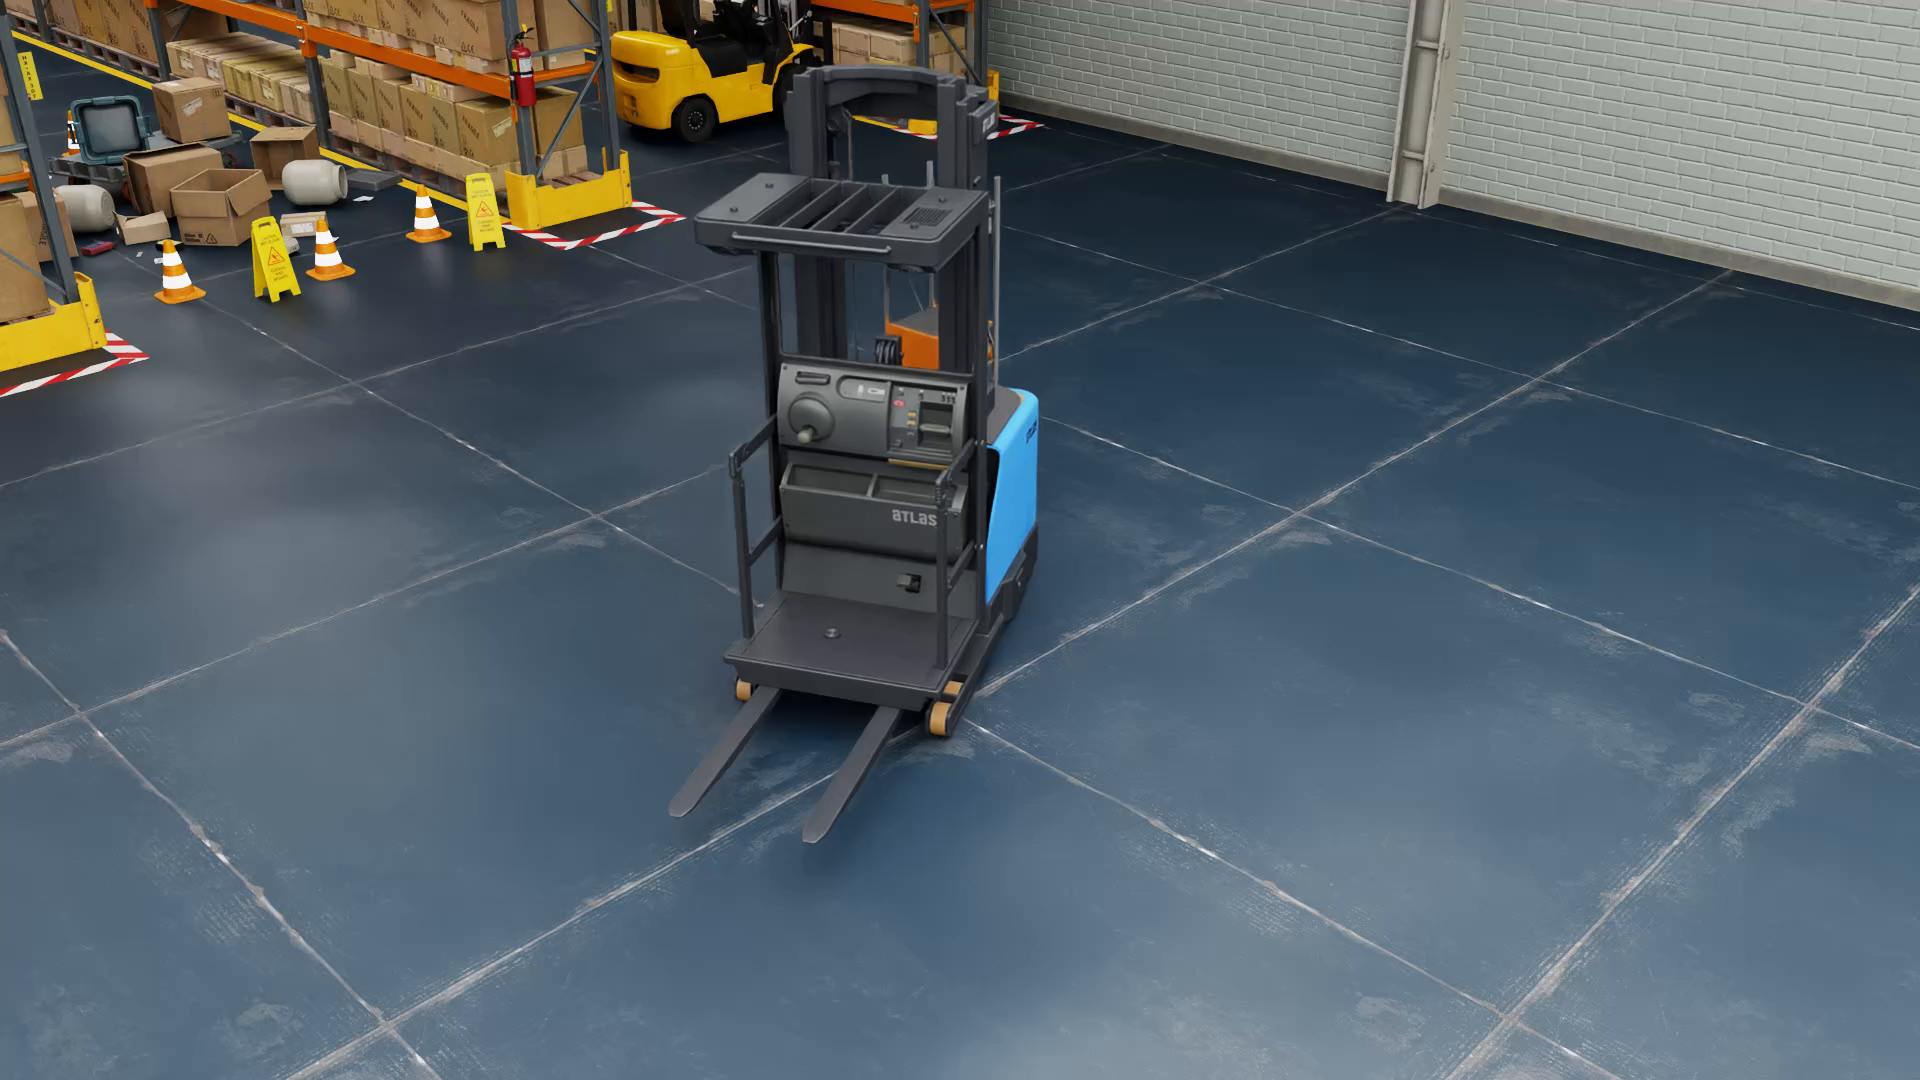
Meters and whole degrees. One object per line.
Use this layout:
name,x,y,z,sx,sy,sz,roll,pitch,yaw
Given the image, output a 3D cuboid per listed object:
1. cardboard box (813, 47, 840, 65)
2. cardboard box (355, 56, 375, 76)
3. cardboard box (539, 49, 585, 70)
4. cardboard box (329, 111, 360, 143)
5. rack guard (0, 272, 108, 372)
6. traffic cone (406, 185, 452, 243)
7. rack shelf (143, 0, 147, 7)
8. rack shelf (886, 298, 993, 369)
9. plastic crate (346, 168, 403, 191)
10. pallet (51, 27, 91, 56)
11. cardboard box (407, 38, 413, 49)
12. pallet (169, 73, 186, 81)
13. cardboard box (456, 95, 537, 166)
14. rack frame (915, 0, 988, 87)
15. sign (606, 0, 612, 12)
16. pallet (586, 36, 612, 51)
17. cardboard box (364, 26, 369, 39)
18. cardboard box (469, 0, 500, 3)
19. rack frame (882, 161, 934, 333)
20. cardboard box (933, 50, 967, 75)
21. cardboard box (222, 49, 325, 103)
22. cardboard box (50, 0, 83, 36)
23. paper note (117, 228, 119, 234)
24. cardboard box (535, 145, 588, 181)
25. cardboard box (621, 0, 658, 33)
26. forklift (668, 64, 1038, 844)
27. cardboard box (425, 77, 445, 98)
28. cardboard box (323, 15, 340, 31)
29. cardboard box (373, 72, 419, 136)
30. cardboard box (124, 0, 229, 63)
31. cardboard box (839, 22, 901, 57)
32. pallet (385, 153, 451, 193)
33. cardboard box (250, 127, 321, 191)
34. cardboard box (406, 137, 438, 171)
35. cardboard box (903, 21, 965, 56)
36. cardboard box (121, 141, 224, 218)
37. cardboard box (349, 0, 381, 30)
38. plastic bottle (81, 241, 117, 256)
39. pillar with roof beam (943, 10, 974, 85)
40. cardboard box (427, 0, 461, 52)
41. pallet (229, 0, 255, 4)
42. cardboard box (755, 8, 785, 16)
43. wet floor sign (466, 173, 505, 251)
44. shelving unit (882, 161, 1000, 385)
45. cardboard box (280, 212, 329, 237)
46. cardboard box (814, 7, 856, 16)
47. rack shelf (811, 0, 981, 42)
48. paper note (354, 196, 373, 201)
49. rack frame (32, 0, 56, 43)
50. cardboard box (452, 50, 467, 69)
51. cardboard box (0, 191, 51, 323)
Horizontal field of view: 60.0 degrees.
cardboard box,-1.385,-5.570,19.087,0.500,0.250,0.500,24,36,37
cardboard box,-5.769,-4.731,16.525,0.380,0.149,0.250,-24,36,-37
cardboard box,-3.660,-4.416,15.196,0.250,0.149,0.380,25,37,39
cardboard box,-6.184,-4.340,17.284,0.500,0.250,0.500,23,35,36
rack guard,-6.944,-1.558,12.176,0.348,0.500,1.175,25,36,38
traffic cone,-4.774,-2.937,14.839,0.334,0.463,0.336,25,36,38
rack shelf,-10.694,-7.292,21.169,4.000,0.370,1.077,25,36,38
rack shelf,-0.103,-1.025,9.472,0.480,0.518,0.431,22,35,35
plastic crate,-5.870,-3.576,16.466,0.583,0.080,0.402,12,30,22
pallet,-11.517,-6.802,22.460,1.213,0.211,1.003,25,36,38
cardboard box,-5.056,-4.793,15.912,0.250,0.149,0.380,25,36,38
pallet,-8.711,-5.469,19.923,1.213,0.211,1.003,25,36,38
cardboard box,-4.317,-3.824,15.496,0.500,0.500,0.500,25,37,39
rack frame,-0.085,-5.996,17.931,0.127,3.000,1.000,25,36,38
sign,-3.183,-4.911,14.937,0.005,0.325,0.100,25,36,38
pallet,-4.365,-6.693,22.252,1.213,0.211,1.003,25,36,38
cardboard box,-5.624,-5.022,16.348,0.250,0.149,0.380,24,36,38
cardboard box,-4.080,-5.061,14.650,0.500,0.500,0.700,24,36,37
rack frame,-0.288,-1.111,9.607,0.015,2.100,0.400,22,35,35
cardboard box,-0.275,-5.409,18.780,0.500,0.250,0.500,-25,36,-38
cardboard box,-7.803,-5.306,18.990,0.950,0.372,0.625,-24,36,-38
cardboard box,-11.621,-7.333,22.305,0.875,0.875,0.875,-24,36,-38
paper note,-7.562,-2.824,15.096,0.172,0.023,0.155,-13,30,-22
cardboard box,-3.944,-3.672,16.013,0.500,0.250,0.500,24,36,38
cardboard box,-3.866,-6.859,21.671,0.625,0.625,0.875,24,36,38
forklift,-0.479,-0.564,7.673,1.130,2.935,3.031,8,29,15
cardboard box,-4.803,-4.291,15.689,0.380,0.149,0.250,-25,36,-38
cardboard box,-6.199,-5.267,16.815,0.380,0.149,0.250,-24,36,-38
cardboard box,-5.425,-4.331,16.462,0.500,0.500,0.500,-23,35,-37
cardboard box,-9.702,-6.457,20.638,0.875,0.875,0.875,24,36,38
cardboard box,-1.001,-5.619,18.642,0.500,0.250,0.500,-25,36,-38
pallet,-5.037,-3.813,16.775,1.213,0.211,1.003,25,36,38
cardboard box,-6.605,-3.747,16.335,0.500,0.500,0.500,-3,28,-5
cardboard box,-5.069,-3.832,16.318,0.500,0.250,0.500,23,35,37
cardboard box,-0.296,-5.627,18.658,0.500,0.250,0.500,24,36,38
cardboard box,-7.263,-3.338,15.412,0.503,0.637,0.797,25,36,38
cardboard box,-5.574,-5.269,16.120,0.500,0.500,0.500,24,36,38
plastic bottle,-7.532,-2.562,14.556,0.133,0.061,0.283,12,30,22
pillar with roof beam,-2.968,-7.749,14.819,0.400,9.000,9.100,25,36,38
cardboard box,-4.497,-4.774,15.180,0.500,0.500,0.500,25,36,38
pallet,-7.827,-6.241,18.602,1.213,0.211,1.003,25,36,38
cardboard box,-2.092,-6.122,19.599,0.500,0.250,0.500,-24,36,-38
wet floor sign,-4.178,-2.889,14.551,0.267,0.644,0.232,-13,30,-22
shelving unit,-0.103,-1.037,9.466,0.503,2.100,0.431,22,35,35
cardboard box,-5.913,-2.843,14.997,0.380,0.149,0.250,-7,29,-14
cardboard box,-1.364,-6.126,19.605,0.500,0.250,0.500,24,36,37
rack shelf,-1.512,-6.331,19.339,4.000,0.370,1.077,25,36,38
paper note,-5.721,-3.281,15.956,0.148,0.019,0.142,12,30,22
rack frame,-12.120,-8.263,22.242,0.127,3.000,1.000,25,36,38
cardboard box,-4.406,-4.424,15.211,0.250,0.149,0.380,24,36,38
cardboard box,-7.491,-2.117,12.385,0.875,0.875,0.875,25,37,39
